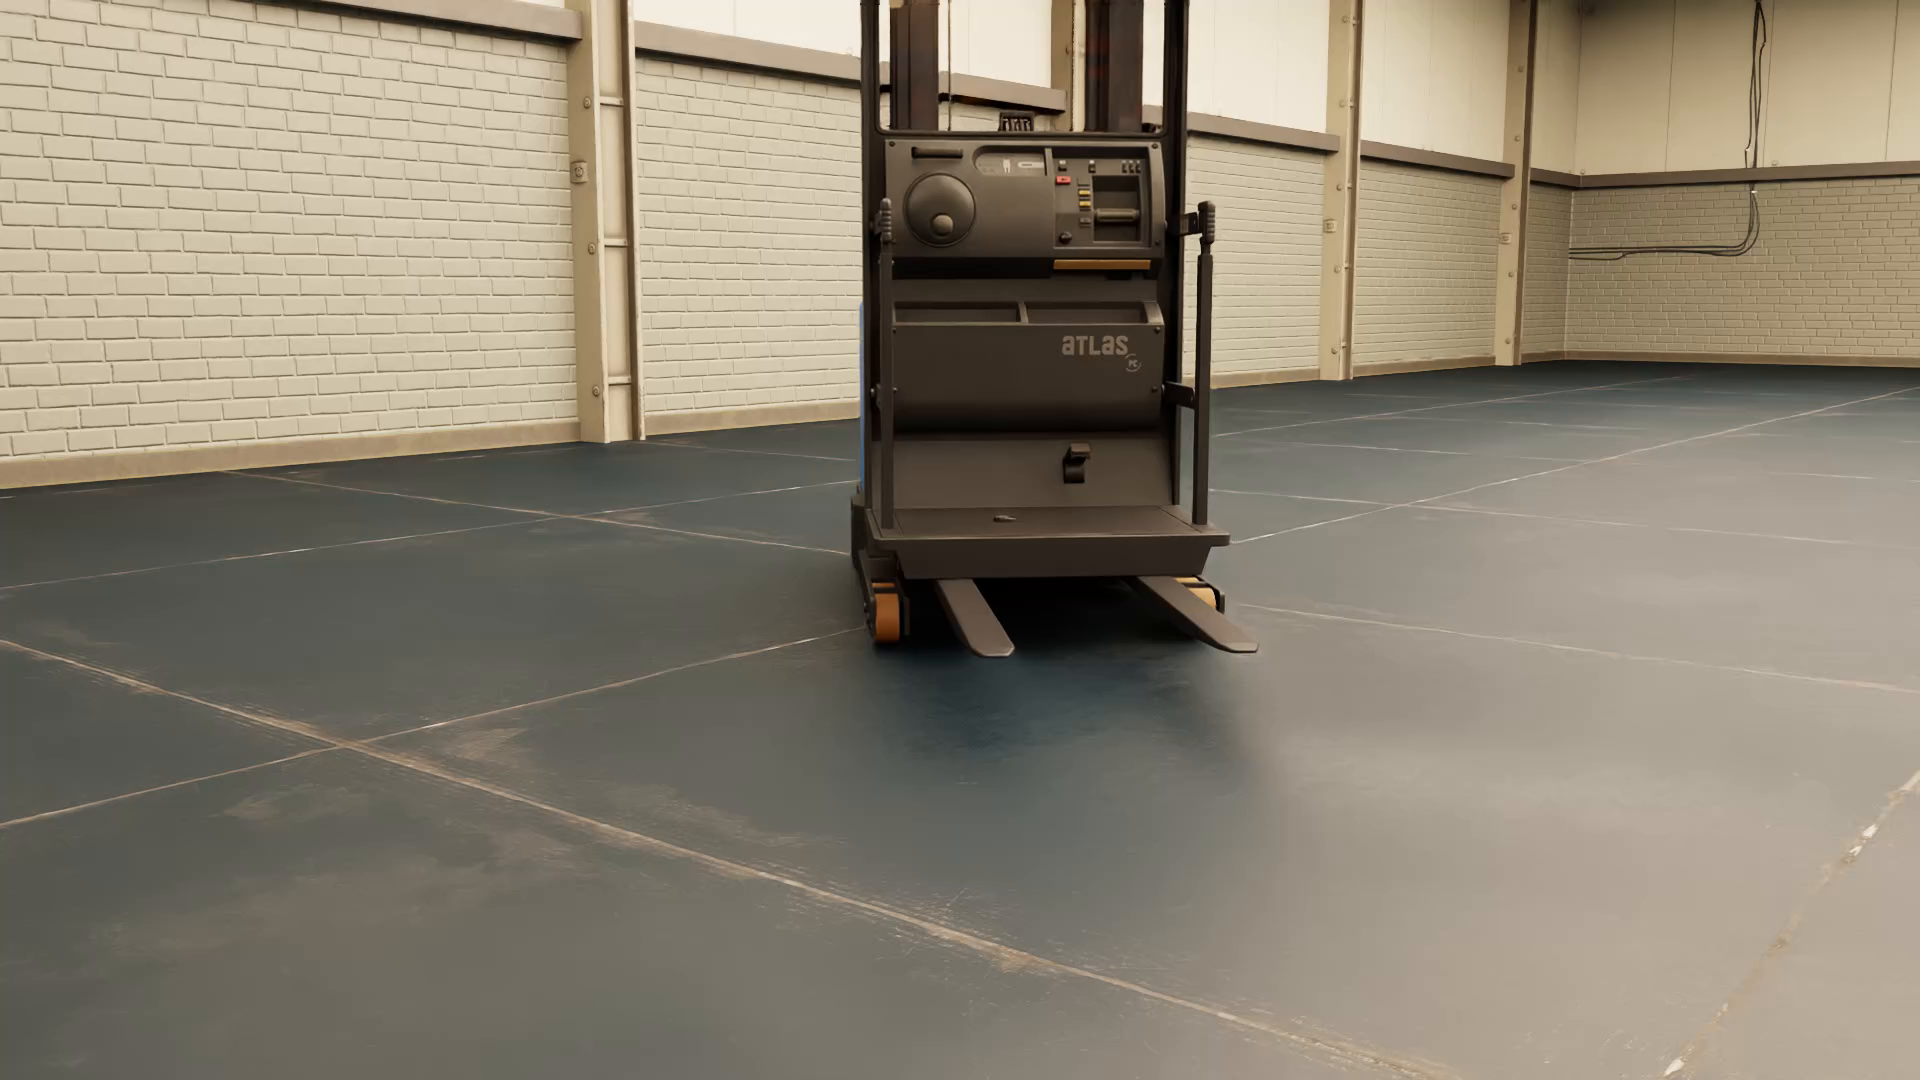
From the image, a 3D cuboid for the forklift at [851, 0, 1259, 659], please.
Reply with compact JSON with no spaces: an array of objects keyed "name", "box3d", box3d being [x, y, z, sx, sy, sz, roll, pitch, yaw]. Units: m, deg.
[{"name":"forklift","box3d":[0.239,-1.175,5.315,1.130,2.935,3.031,-1,8,-6]}]
